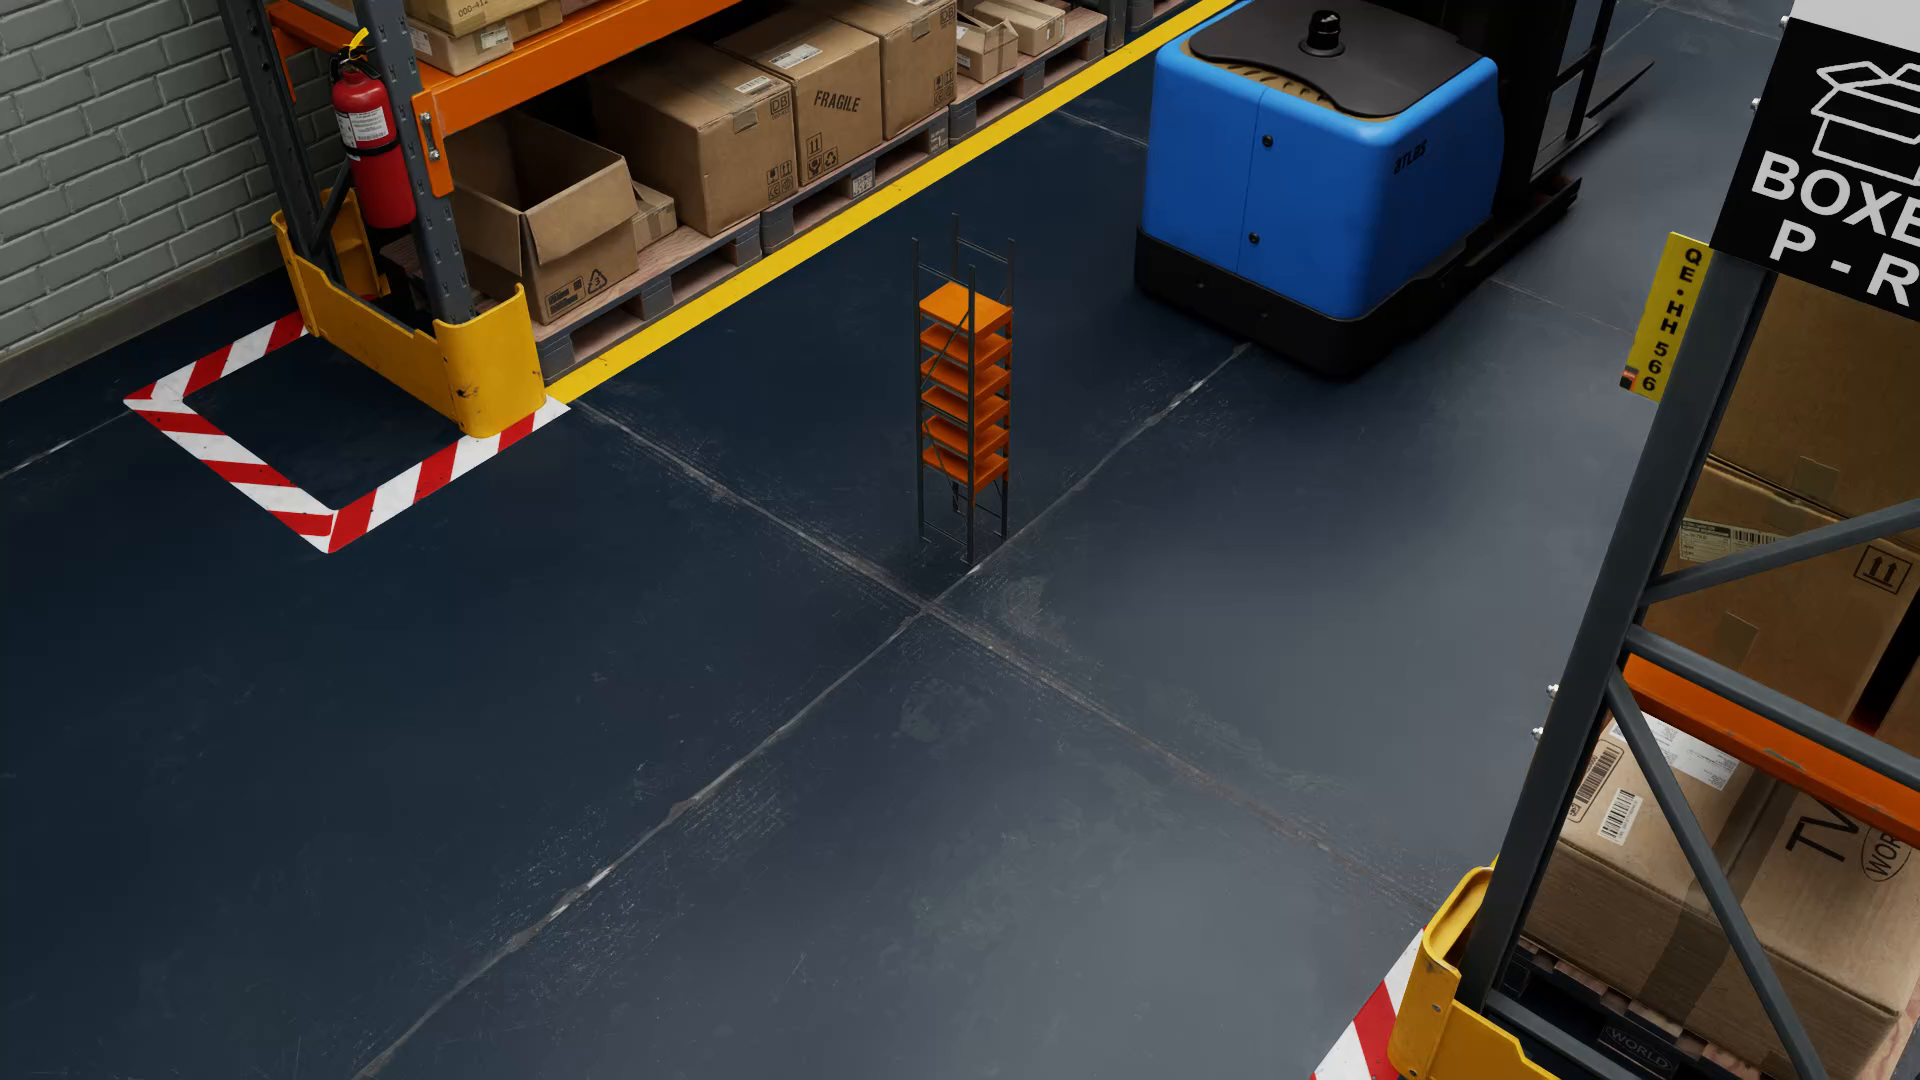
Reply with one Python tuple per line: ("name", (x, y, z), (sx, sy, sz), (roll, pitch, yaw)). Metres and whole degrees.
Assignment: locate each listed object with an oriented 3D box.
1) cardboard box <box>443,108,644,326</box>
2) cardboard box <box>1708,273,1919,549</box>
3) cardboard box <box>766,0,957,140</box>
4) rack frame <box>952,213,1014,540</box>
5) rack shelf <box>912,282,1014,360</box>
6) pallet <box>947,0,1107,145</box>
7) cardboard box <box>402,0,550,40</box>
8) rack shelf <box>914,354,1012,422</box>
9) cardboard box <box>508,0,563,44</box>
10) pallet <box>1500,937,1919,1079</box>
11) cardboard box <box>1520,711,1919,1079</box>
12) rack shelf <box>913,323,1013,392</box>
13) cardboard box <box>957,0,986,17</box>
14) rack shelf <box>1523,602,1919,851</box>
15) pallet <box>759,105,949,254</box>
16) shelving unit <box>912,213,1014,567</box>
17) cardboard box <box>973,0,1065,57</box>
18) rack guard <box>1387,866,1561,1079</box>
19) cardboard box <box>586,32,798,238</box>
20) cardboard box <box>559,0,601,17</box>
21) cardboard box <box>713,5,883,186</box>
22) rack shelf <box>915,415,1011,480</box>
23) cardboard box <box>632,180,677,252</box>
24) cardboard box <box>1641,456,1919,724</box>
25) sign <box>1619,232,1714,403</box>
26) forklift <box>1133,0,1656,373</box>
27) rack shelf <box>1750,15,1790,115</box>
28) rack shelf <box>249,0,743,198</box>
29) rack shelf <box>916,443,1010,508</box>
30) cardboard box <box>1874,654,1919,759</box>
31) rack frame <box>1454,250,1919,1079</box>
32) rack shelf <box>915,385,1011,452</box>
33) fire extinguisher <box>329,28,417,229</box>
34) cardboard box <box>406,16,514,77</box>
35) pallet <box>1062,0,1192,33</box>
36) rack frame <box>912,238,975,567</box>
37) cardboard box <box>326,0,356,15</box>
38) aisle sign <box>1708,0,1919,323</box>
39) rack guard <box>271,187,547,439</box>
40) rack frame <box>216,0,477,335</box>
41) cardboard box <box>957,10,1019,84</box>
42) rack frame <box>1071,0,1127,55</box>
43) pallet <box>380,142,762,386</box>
("cardboard box", (-1.688, -1.275, 6.466), (0.797, 0.503, 0.637), (28, 49, 27))
("cardboard box", (1.776, -0.380, 3.121), (0.500, 0.500, 0.500), (31, 51, 30))
("cardboard box", (-0.440, -2.232, 7.520), (0.700, 0.500, 0.500), (28, 49, 27))
("rack frame", (0.068, -0.498, 5.406), (0.240, 1.200, 0.006), (29, 50, 28))
("rack shelf", (0.009, -0.685, 5.142), (0.258, 0.103, 0.180), (29, 50, 28))
("pallet", (-0.022, -2.444, 8.281), (1.003, 0.211, 1.213), (29, 50, 28))
("cardboard box", (-1.656, -1.941, 5.545), (0.500, 0.250, 0.500), (30, 50, 29))
("rack shelf", (0.009, -0.507, 5.304), (0.258, 0.103, 0.180), (29, 50, 28))
("cardboard box", (-1.604, -1.878, 5.772), (0.380, 0.149, 0.250), (31, 51, 29))
("pallet", (2.102, 0.964, 4.533), (1.003, 0.211, 1.213), (29, 50, 28))
("cardboard box", (1.996, 0.787, 4.247), (0.875, 0.438, 0.875), (28, 49, 27))
("rack shelf", (0.009, -0.596, 5.223), (0.258, 0.103, 0.180), (29, 50, 28))
("cardboard box", (-0.186, -2.752, 8.233), (0.500, 0.311, 0.500), (31, 51, 30))
("rack shelf", (2.935, -0.386, 4.479), (1.077, 0.370, 4.000), (29, 50, 28))
("pallet", (-0.807, -1.813, 7.587), (1.003, 0.211, 1.213), (29, 50, 28))
("shelving unit", (0.009, -0.451, 5.355), (0.258, 1.200, 0.189), (29, 50, 28))
("cardboard box", (0.287, -2.515, 8.094), (0.380, 0.149, 0.250), (28, 49, 27))
("rack guard", (1.632, 1.315, 3.932), (1.175, 0.500, 0.348), (29, 50, 28))
("cardboard box", (-1.108, -1.697, 6.933), (0.700, 0.500, 0.500), (32, 51, 30))
("cardboard box", (-1.462, -2.028, 5.938), (0.380, 0.149, 0.250), (29, 50, 28))
("cardboard box", (-0.691, -1.926, 7.184), (0.500, 0.500, 0.500), (30, 50, 29))
("rack shelf", (0.009, -0.330, 5.465), (0.258, 0.103, 0.180), (29, 50, 28))
("cardboard box", (-1.385, -1.346, 6.807), (0.380, 0.149, 0.250), (28, 49, 27))
("cardboard box", (1.755, -0.022, 3.470), (0.500, 0.500, 0.500), (30, 50, 29))
("sign", (1.241, -0.380, 2.902), (0.100, 0.325, 0.005), (29, 50, 28))
("forklift", (2.073, -2.630, 6.463), (1.130, 2.935, 3.031), (31, 51, 30))
("rack shelf", (2.935, -1.496, 3.470), (1.077, 0.370, 4.000), (29, 50, 28))
("rack shelf", (-0.867, -2.533, 6.841), (1.077, 0.370, 4.000), (29, 50, 28))
("rack shelf", (0.009, -0.241, 5.546), (0.258, 0.103, 0.180), (29, 50, 28))
("cardboard box", (2.176, 0.218, 3.206), (0.500, 0.500, 0.500), (29, 50, 28))
("rack frame", (1.648, 0.378, 3.105), (1.000, 3.000, 0.127), (29, 50, 28))
("rack shelf", (0.009, -0.419, 5.384), (0.258, 0.103, 0.180), (29, 50, 28))
("fire extinguisher", (-1.895, -1.327, 5.314), (0.296, 0.674, 0.183), (29, 50, 28))
("cardboard box", (-1.732, -1.727, 5.606), (0.380, 0.149, 0.250), (29, 50, 28))
("pallet", (0.915, -3.232, 9.148), (1.003, 0.211, 1.213), (29, 50, 28))
("rack frame", (-0.050, -0.404, 5.303), (0.240, 1.200, 0.006), (29, 50, 28))
("cardboard box", (-2.146, -1.963, 5.866), (0.380, 0.149, 0.250), (29, 50, 28))
("aisle sign", (1.364, -0.681, 2.337), (0.394, 0.787, 0.004), (29, 50, 28))
("rack guard", (-2.105, -0.884, 6.350), (1.175, 0.500, 0.348), (29, 50, 28))
("rack frame", (-2.154, -1.769, 5.466), (1.000, 3.000, 0.127), (29, 50, 28))
("cardboard box", (0.057, -2.375, 7.852), (0.396, 0.266, 0.258), (31, 51, 30))
("rack frame", (0.420, -3.829, 7.731), (1.000, 3.000, 0.127), (29, 50, 28))
("pallet", (-1.593, -1.187, 6.899), (1.003, 0.211, 1.213), (29, 50, 28))
